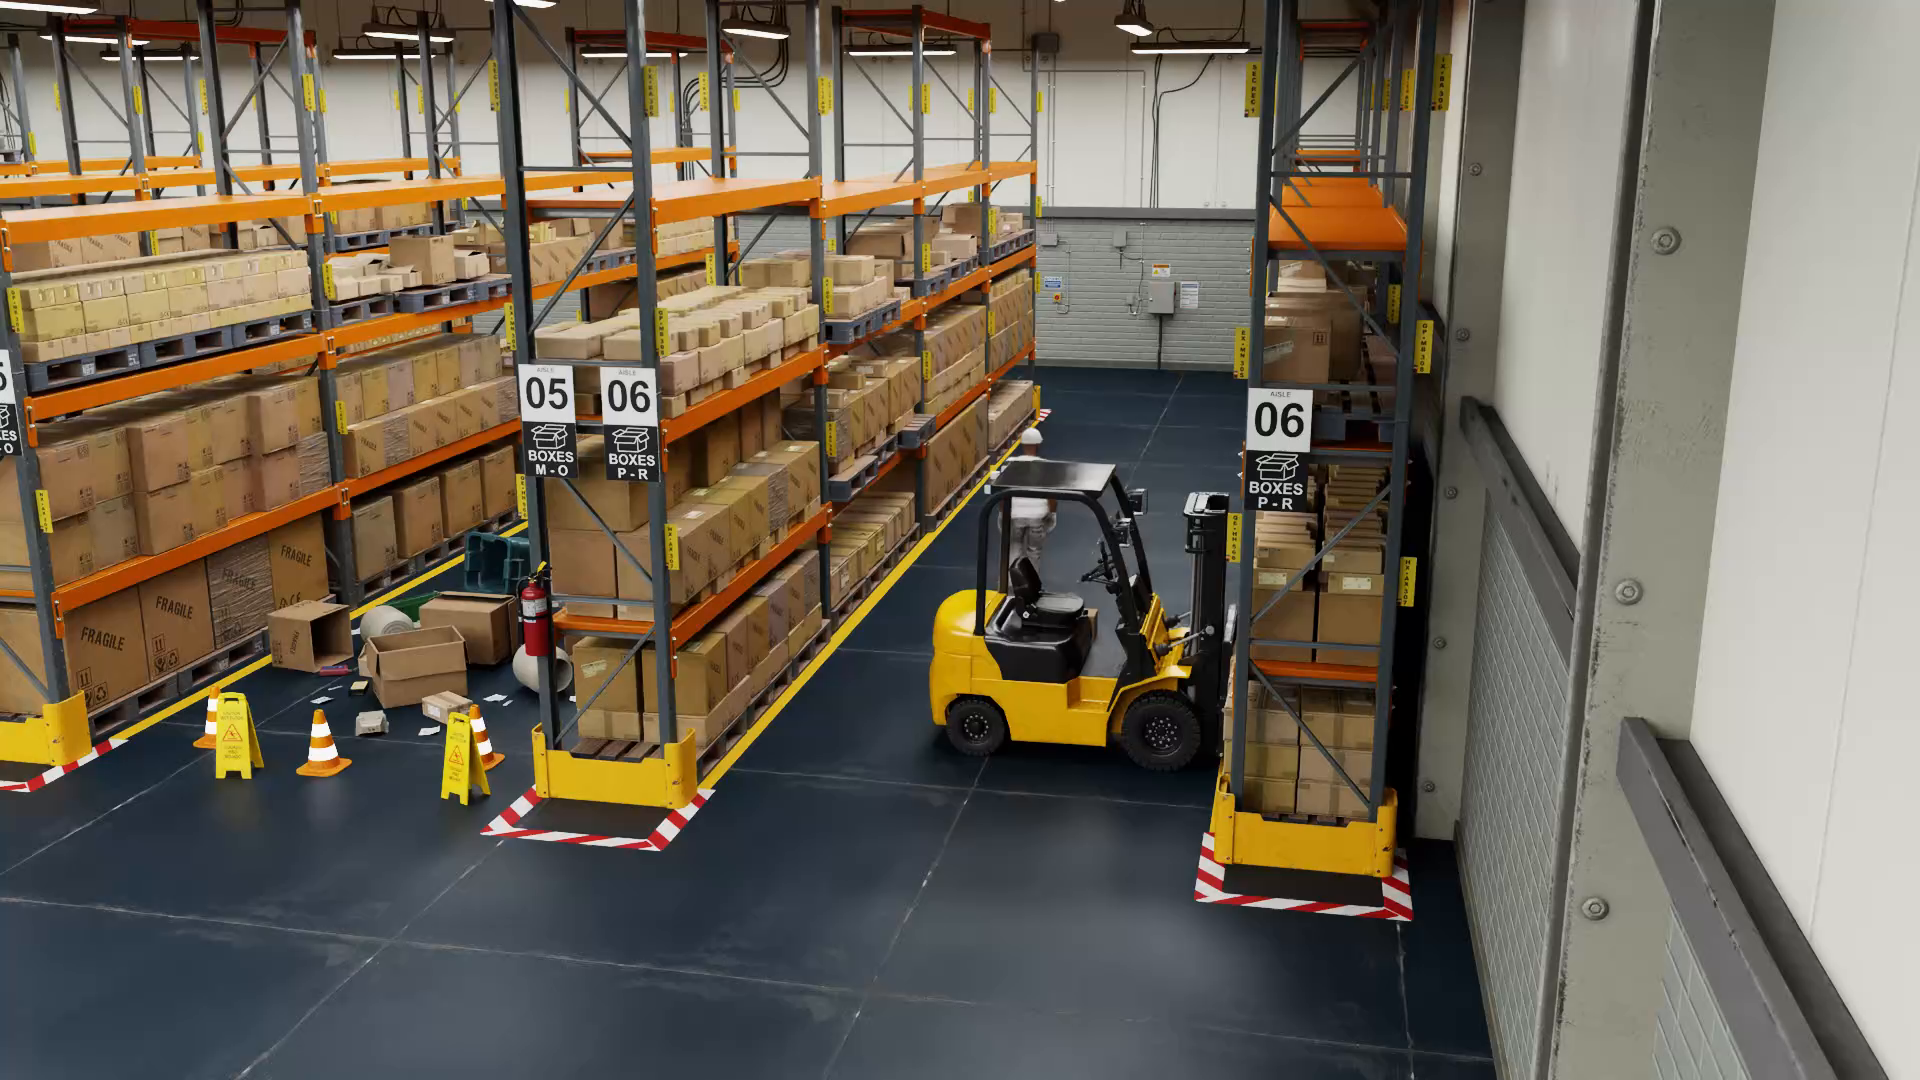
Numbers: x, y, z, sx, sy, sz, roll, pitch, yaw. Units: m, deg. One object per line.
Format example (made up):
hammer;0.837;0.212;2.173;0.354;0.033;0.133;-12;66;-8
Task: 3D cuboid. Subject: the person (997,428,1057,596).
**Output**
person;0.696;-0.239;16.893;0.599;1.829;0.469;3;15;12
